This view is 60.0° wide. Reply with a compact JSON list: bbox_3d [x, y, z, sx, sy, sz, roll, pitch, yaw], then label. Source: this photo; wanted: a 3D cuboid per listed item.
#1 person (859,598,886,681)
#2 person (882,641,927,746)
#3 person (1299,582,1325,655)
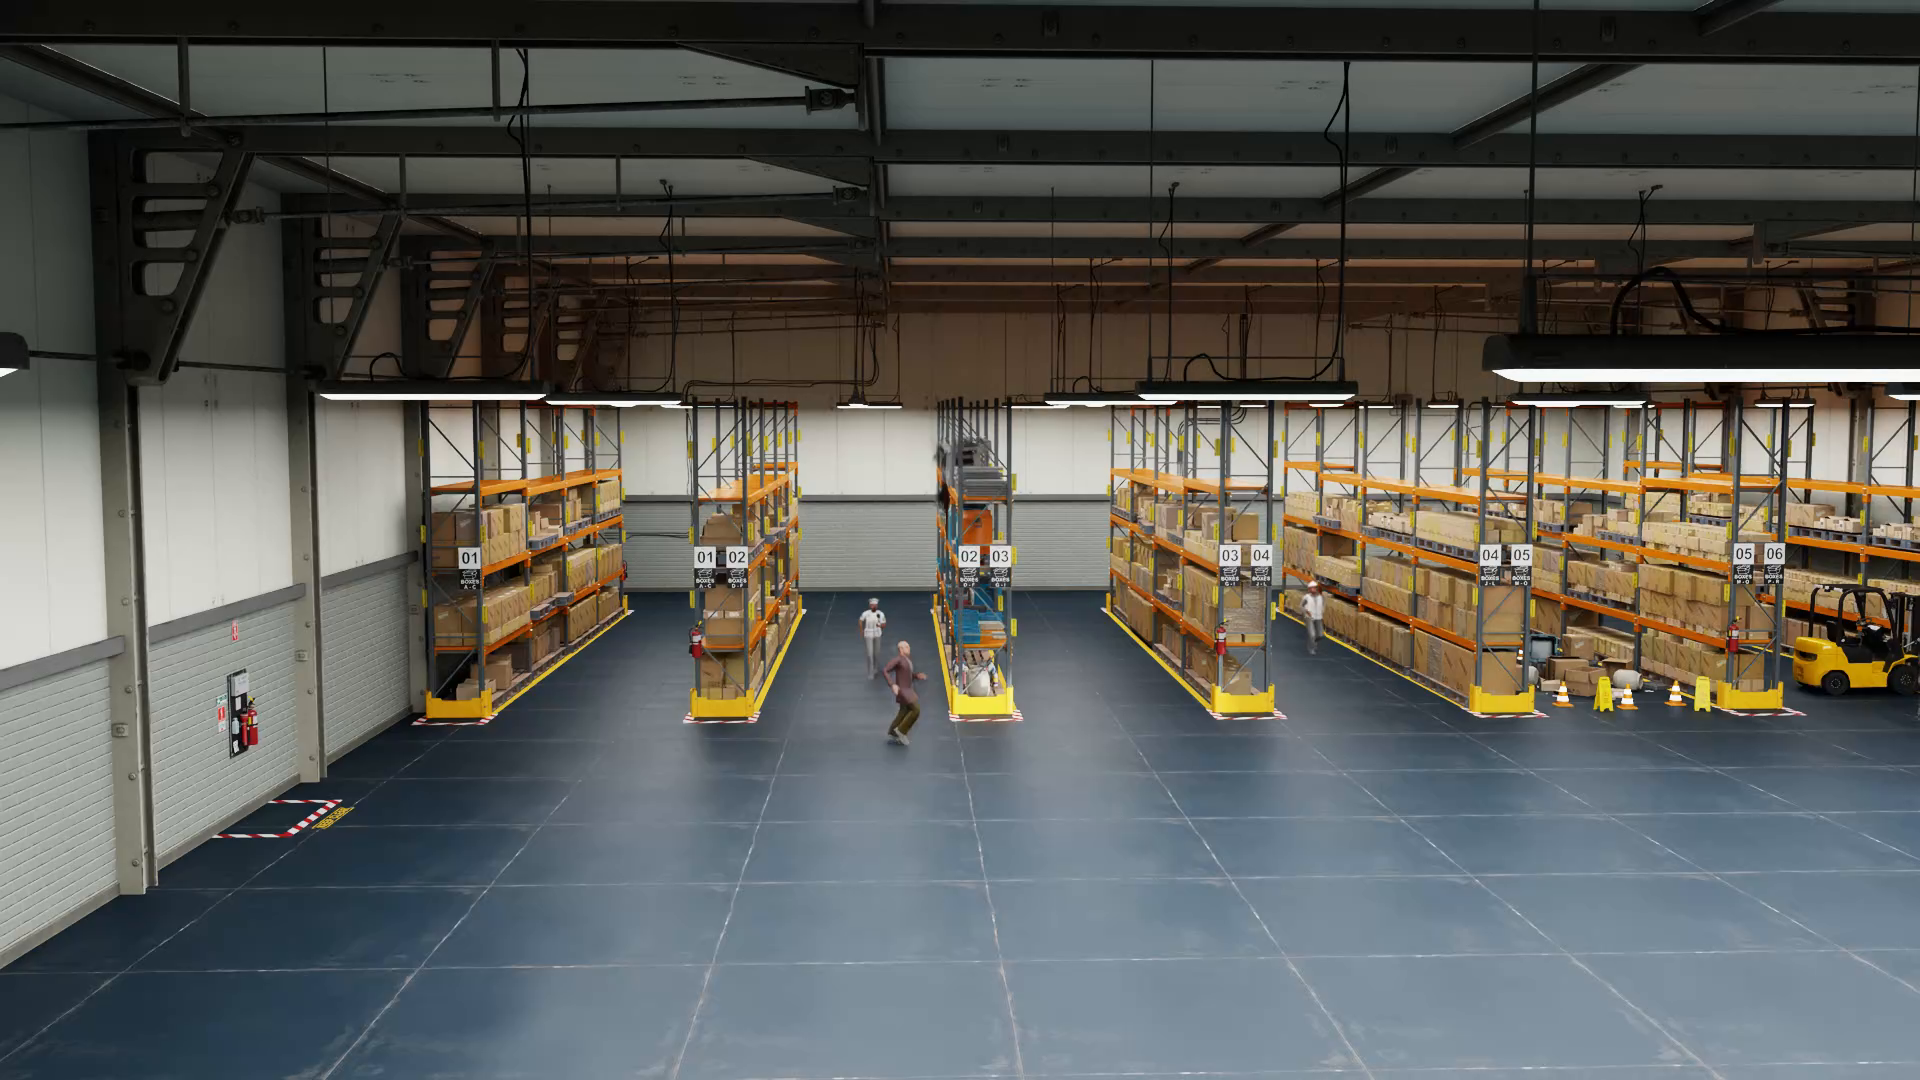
[{"bbox_3d":[-1.867,2.119,35.742,0.549,1.750,0.764,-1,5,-13],"label":"person"},{"bbox_3d":[-0.932,2.635,28.588,0.761,1.788,0.677,1,5,18],"label":"person"},{"bbox_3d":[8.311,1.842,39.091,0.655,1.722,0.603,-1,4,-9],"label":"person"}]
